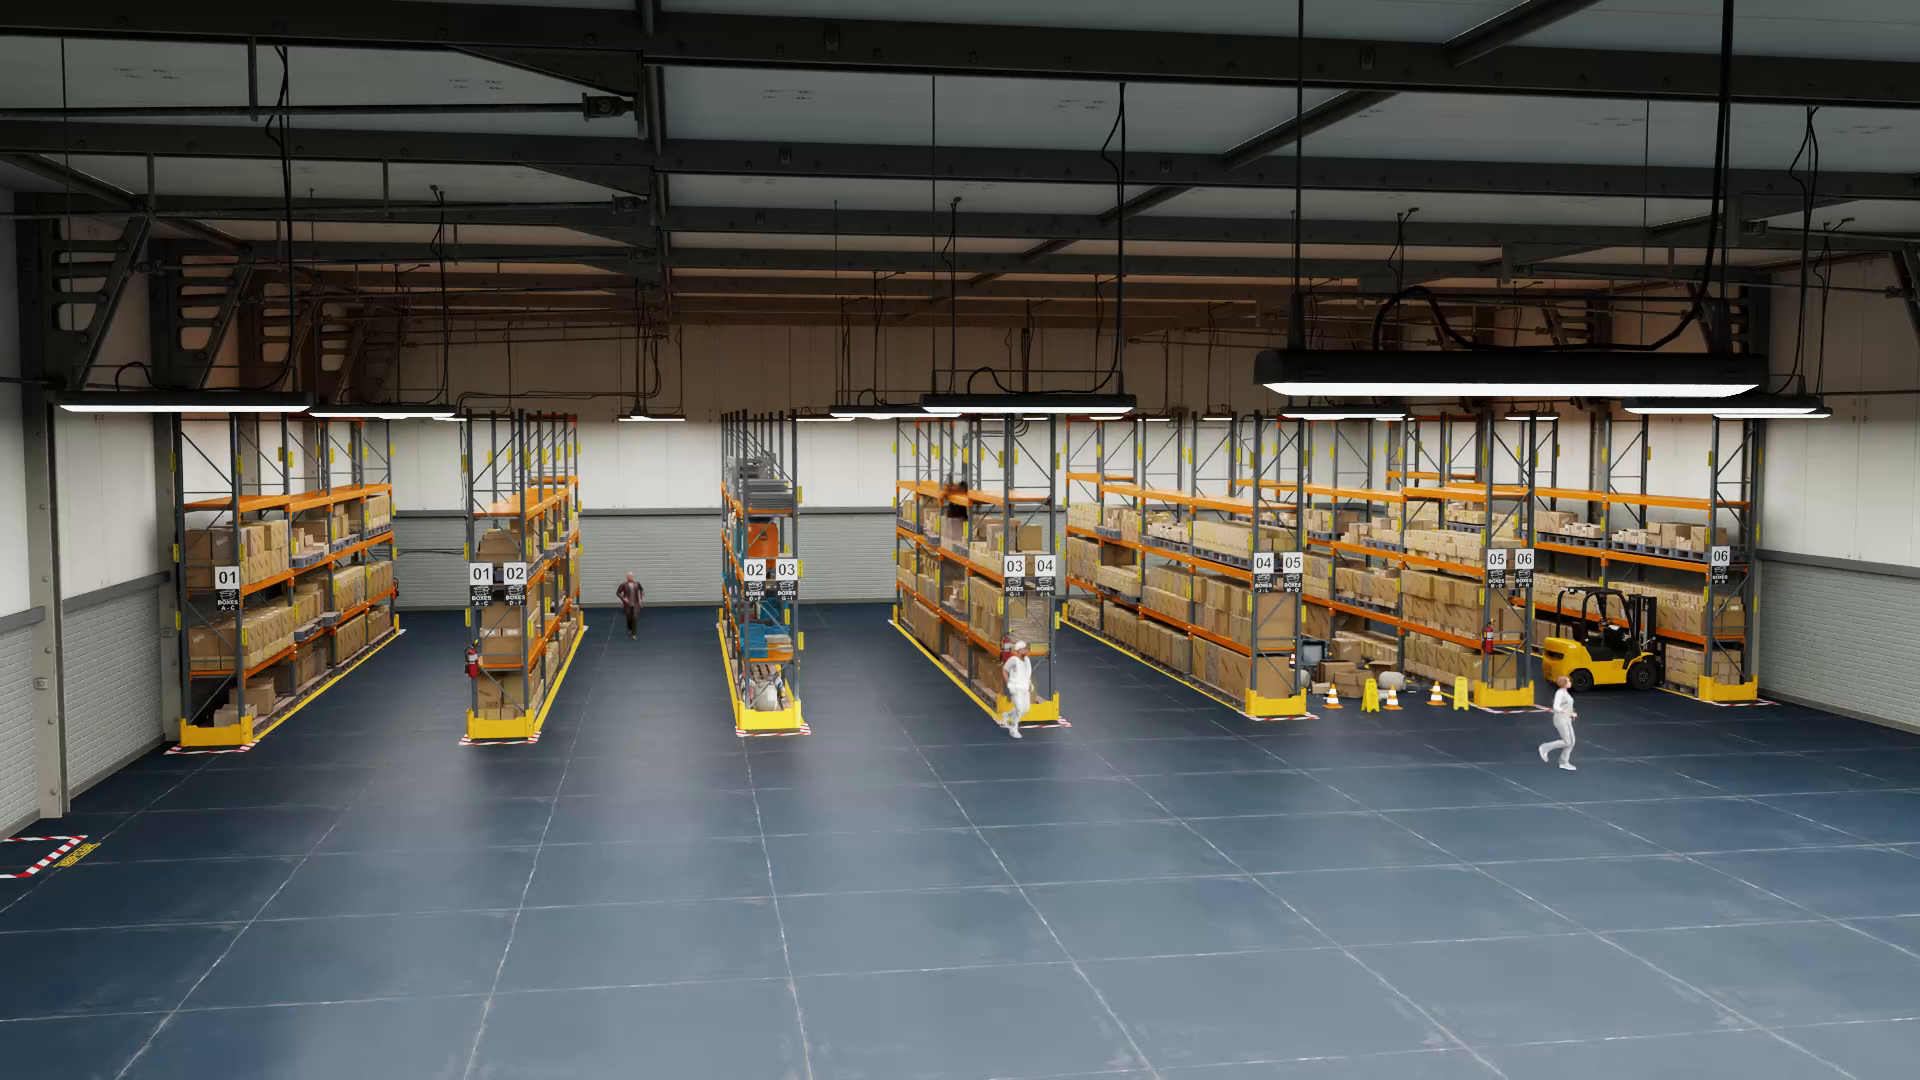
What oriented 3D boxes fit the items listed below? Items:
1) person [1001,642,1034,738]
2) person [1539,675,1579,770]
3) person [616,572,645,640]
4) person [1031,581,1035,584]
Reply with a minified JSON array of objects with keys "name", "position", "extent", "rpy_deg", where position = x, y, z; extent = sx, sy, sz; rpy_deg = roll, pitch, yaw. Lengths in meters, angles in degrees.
[{"name":"person","position":[1.059,2.743,30.658],"extent":[0.557,1.742,0.729],"rpy_deg":[4,6,44]},{"name":"person","position":[9.956,3.019,27.597],"extent":[0.625,1.559,0.542],"rpy_deg":[2,5,32]},{"name":"person","position":[-8.809,1.800,44.519],"extent":[0.760,1.711,0.842],"rpy_deg":[-2,4,-22]},{"name":"person","position":[2.122,1.493,48.728],"extent":[0.718,1.671,0.770],"rpy_deg":[3,5,37]}]
